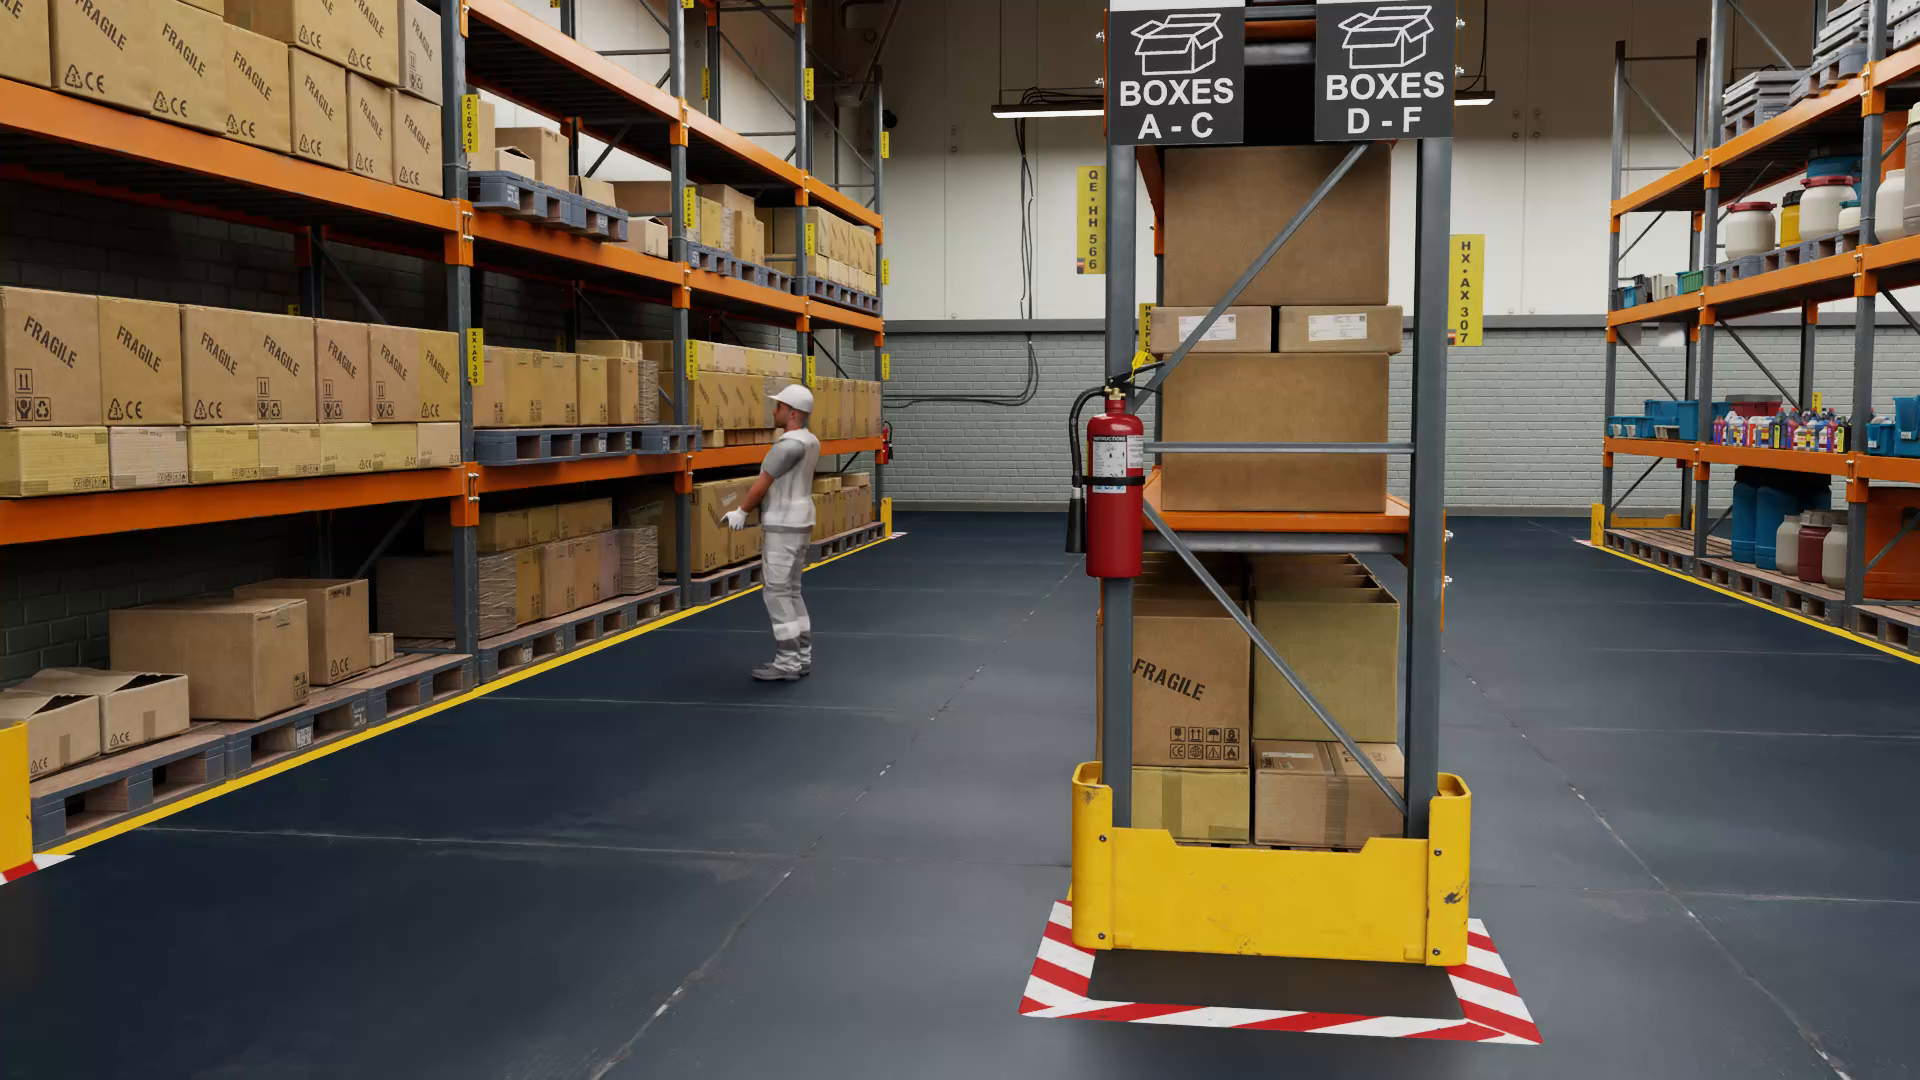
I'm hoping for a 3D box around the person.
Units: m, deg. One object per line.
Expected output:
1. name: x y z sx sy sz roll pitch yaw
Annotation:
1. person: -1.150 -0.049 10.100 0.560 1.782 0.494 1 4 10
